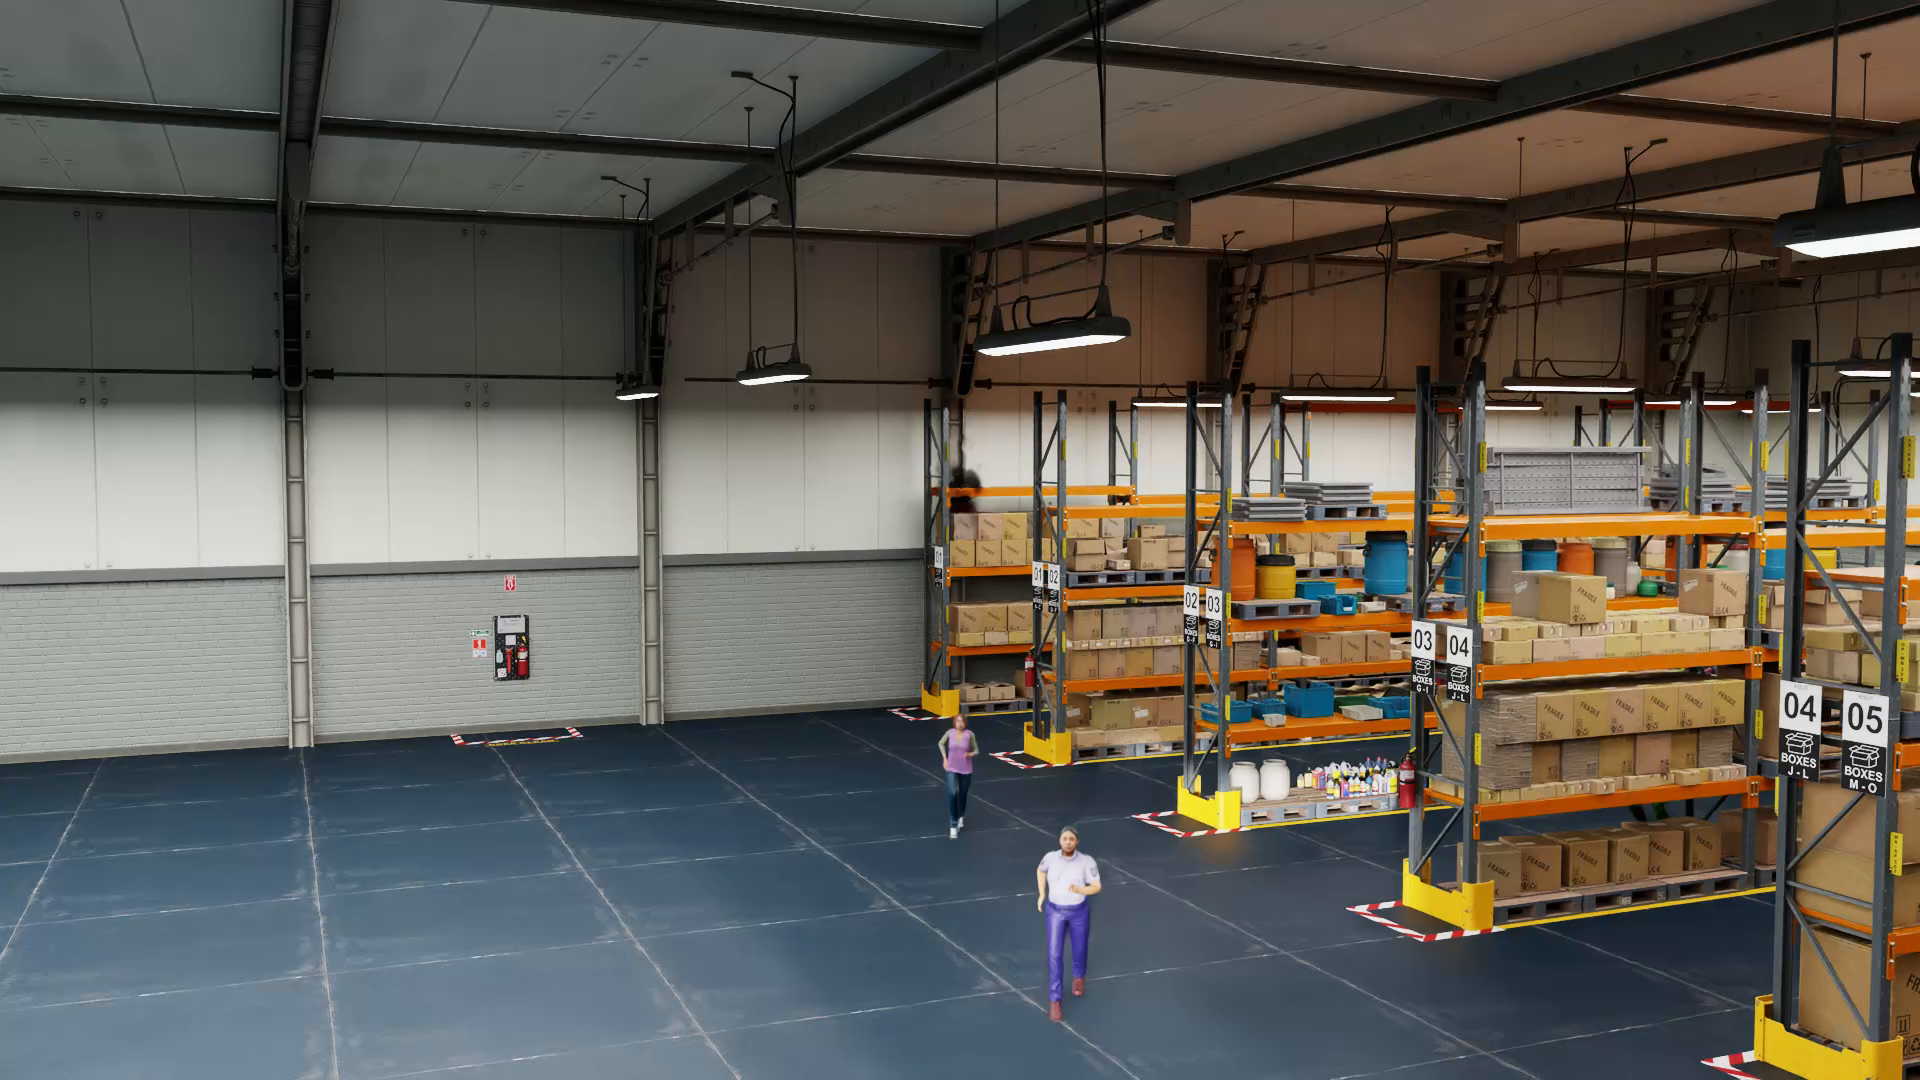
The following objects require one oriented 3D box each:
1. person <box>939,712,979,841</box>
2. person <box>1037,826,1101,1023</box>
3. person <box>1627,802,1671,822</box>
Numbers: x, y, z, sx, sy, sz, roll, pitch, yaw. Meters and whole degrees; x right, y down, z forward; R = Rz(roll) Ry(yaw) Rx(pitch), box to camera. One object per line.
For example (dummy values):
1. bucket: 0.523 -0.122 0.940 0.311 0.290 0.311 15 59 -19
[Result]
1. person: -0.008 3.079 21.856 0.522 1.646 0.735 0 3 -3
2. person: 0.985 3.435 15.136 0.594 1.671 0.865 0 3 6
3. person: 8.789 3.022 21.236 0.785 1.778 0.649 -2 4 -26
